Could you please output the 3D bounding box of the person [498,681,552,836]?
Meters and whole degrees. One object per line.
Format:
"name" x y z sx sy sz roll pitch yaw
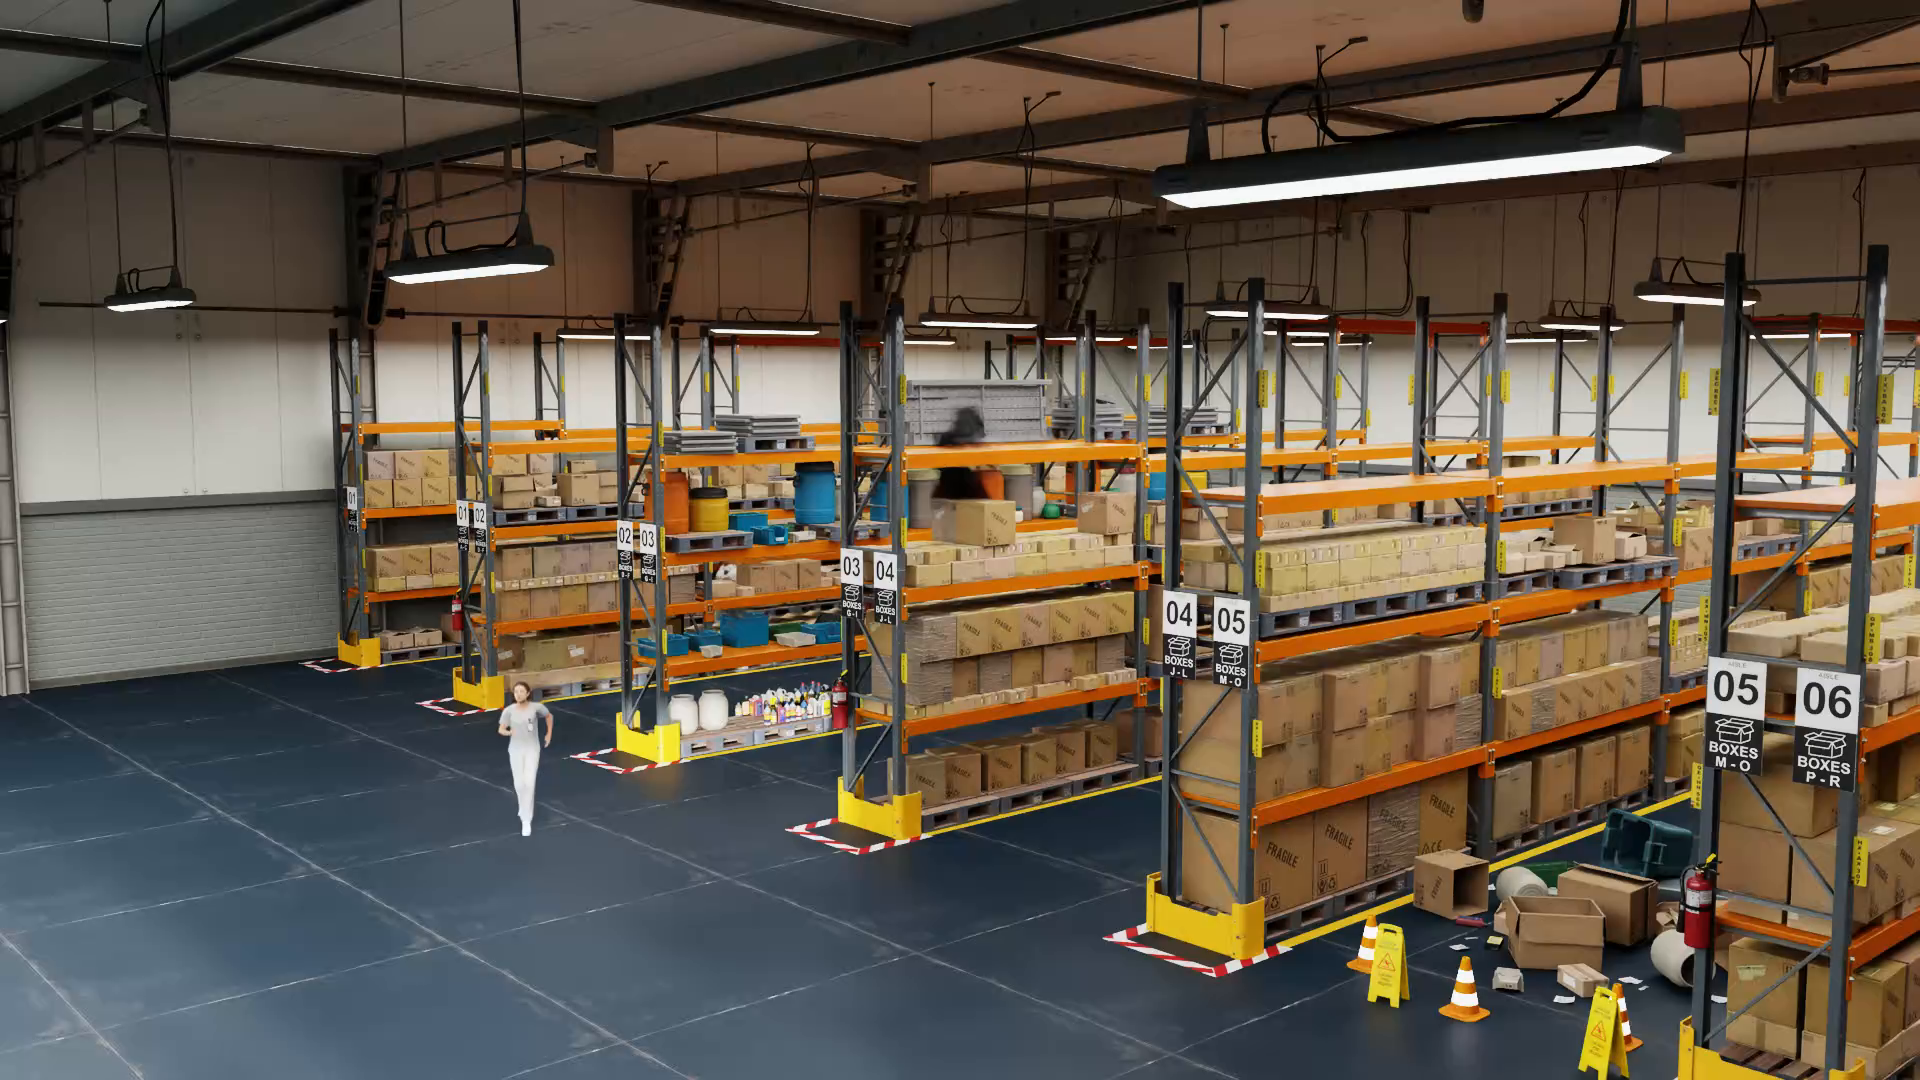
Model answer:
"person" -4.985 2.451 19.040 0.572 1.664 0.965 0 6 -5

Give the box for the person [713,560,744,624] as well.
"person" -4.502 1.086 32.127 0.658 1.782 0.976 5 8 41

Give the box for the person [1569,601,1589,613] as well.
"person" 9.833 1.707 26.334 0.663 1.744 0.682 -5 7 -39
